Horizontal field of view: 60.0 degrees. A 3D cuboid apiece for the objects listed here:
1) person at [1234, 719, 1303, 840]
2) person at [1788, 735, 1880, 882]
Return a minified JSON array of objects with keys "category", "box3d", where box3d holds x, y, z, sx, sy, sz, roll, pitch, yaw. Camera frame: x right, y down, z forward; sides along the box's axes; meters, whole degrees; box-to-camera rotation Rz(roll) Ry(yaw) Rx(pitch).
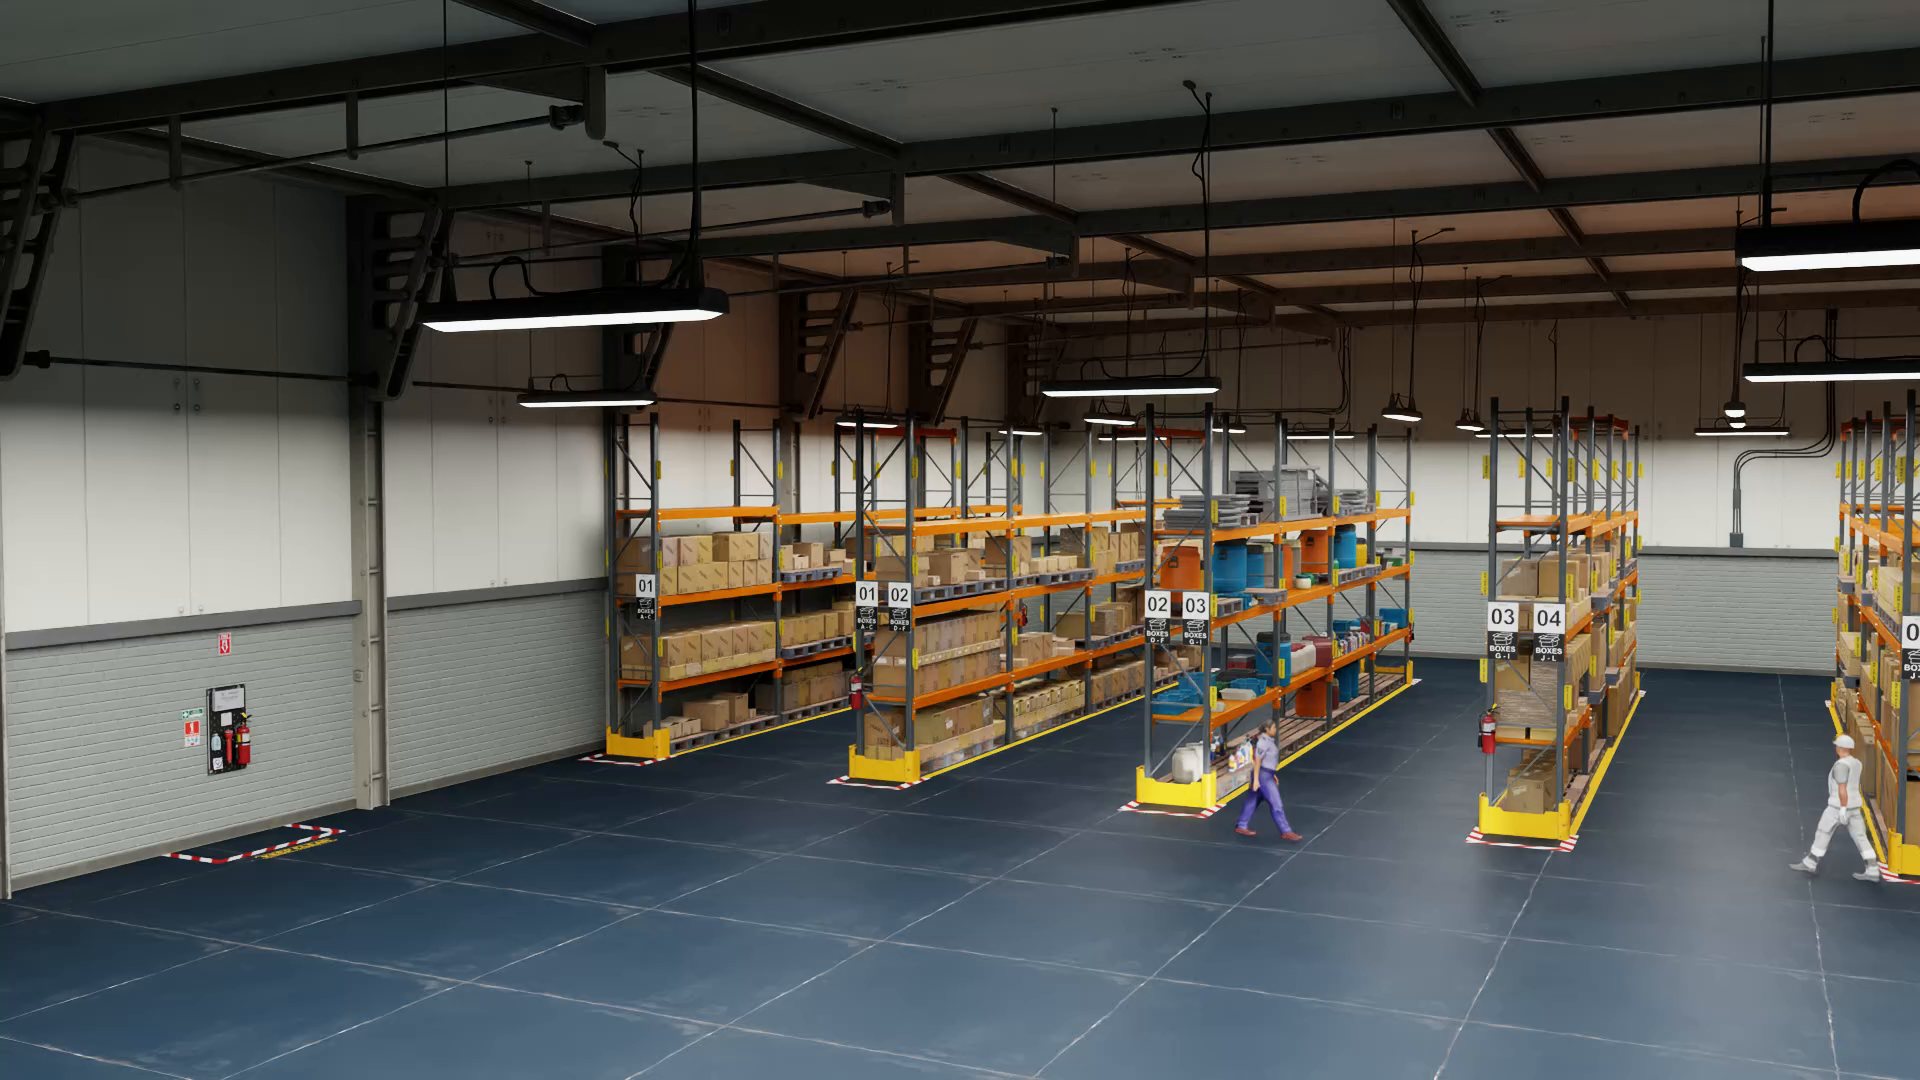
[{"category":"person","box3d":[4.187,3.227,22.576,0.907,1.597,0.539,0,2,9]},{"category":"person","box3d":[10.797,3.250,20.409,0.588,1.725,0.970,-1,3,-27]}]
